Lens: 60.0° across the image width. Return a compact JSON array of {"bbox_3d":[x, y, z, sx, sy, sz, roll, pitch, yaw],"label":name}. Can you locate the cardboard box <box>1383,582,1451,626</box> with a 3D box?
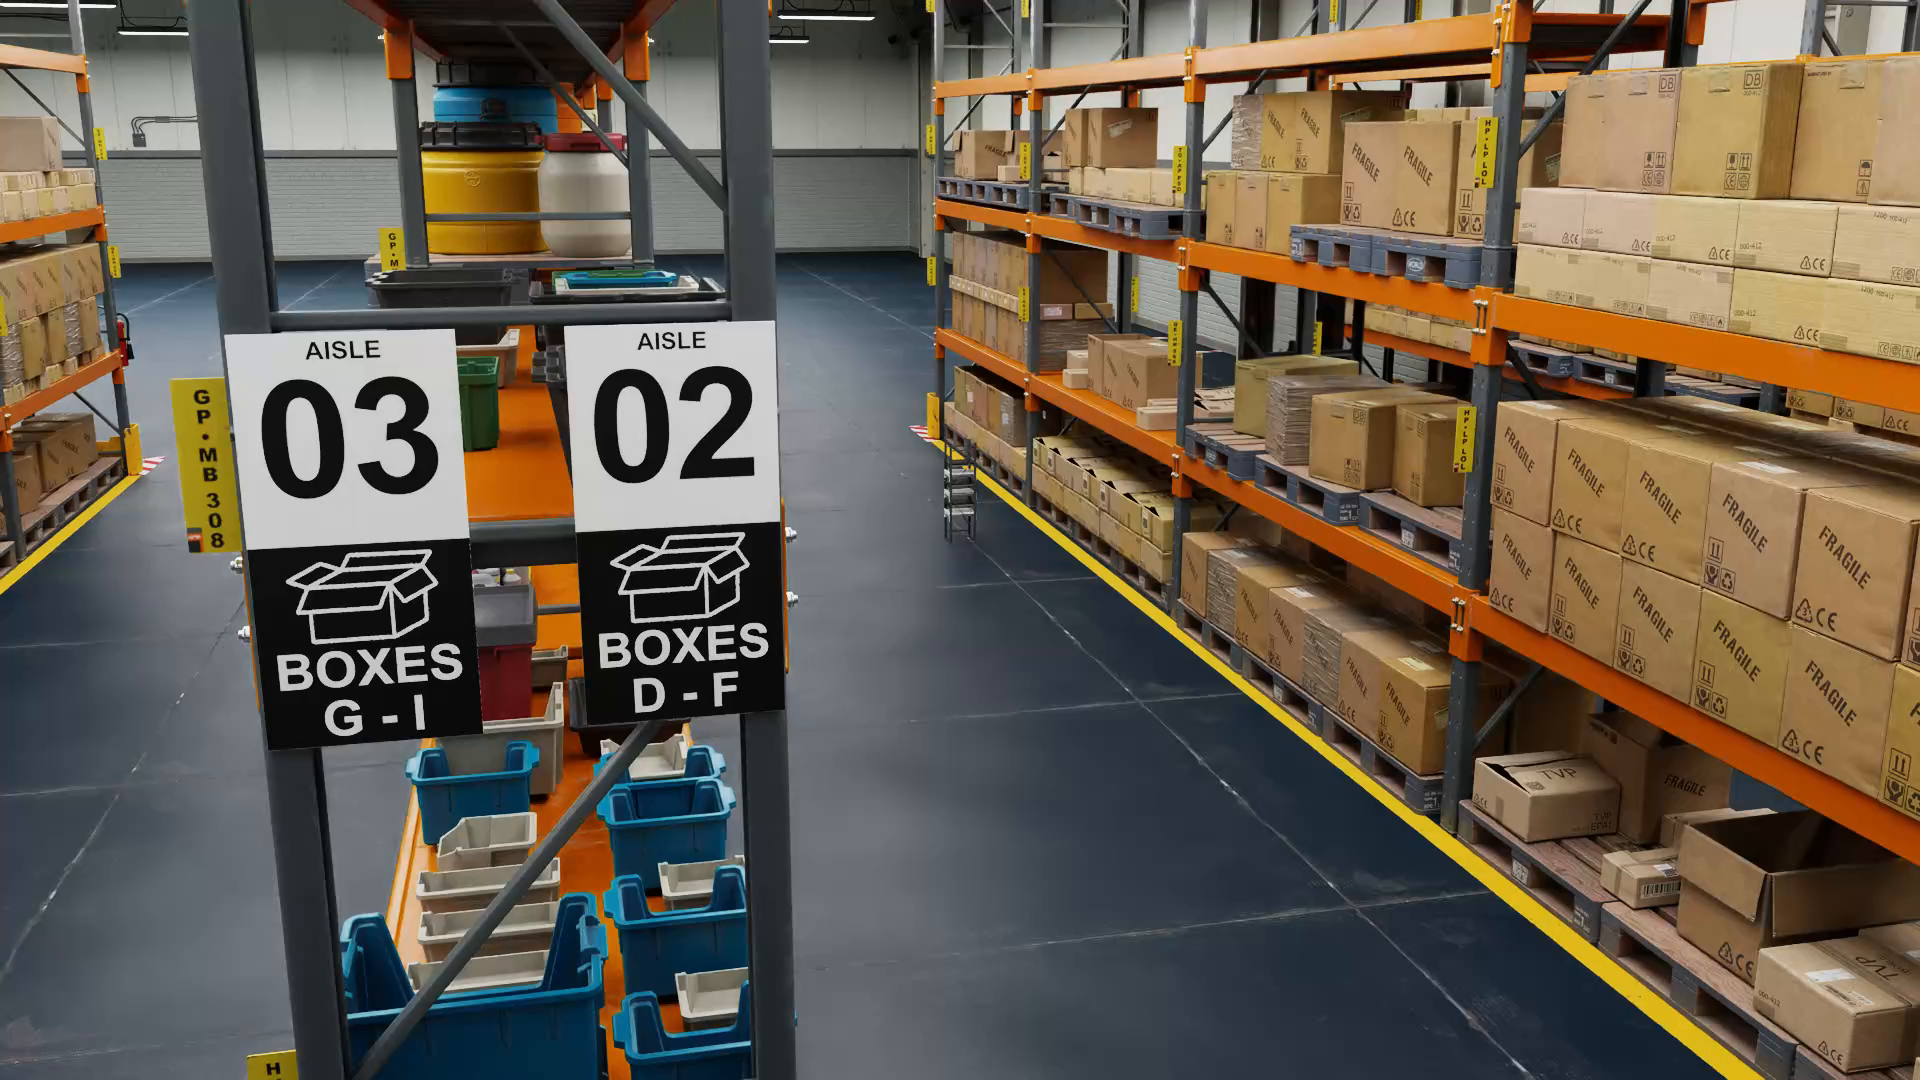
[{"bbox_3d":[2.912,0.319,10.063,0.500,0.250,0.500,-3,14,-13],"label":"cardboard box"}]

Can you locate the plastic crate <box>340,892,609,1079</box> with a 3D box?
[{"bbox_3d":[-1.113,1.123,3.809,0.616,0.435,0.499,-3,14,-13],"label":"plastic crate"}]

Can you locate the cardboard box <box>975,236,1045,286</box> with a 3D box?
[{"bbox_3d":[0.563,-3.051,18.151,0.700,0.500,0.500,-3,14,-13],"label":"cardboard box"}]

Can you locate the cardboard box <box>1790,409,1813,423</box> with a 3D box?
[{"bbox_3d":[6.751,-0.960,13.025,0.380,0.149,0.250,-3,14,-14],"label":"cardboard box"}]

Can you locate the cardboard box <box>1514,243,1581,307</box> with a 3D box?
[{"bbox_3d":[2.897,-1.220,7.597,0.500,0.250,0.500,-3,14,-13],"label":"cardboard box"}]

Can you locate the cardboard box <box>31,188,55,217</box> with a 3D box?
[{"bbox_3d":[-8.709,-3.117,15.359,0.500,0.250,0.500,-4,14,-14],"label":"cardboard box"}]

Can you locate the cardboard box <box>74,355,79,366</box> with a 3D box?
[{"bbox_3d":[-8.928,-1.772,16.387,0.380,0.149,0.250,-3,14,-13],"label":"cardboard box"}]

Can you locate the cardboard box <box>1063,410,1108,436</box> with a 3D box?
[{"bbox_3d":[1.340,-1.164,16.702,0.500,0.500,0.500,-3,14,-13],"label":"cardboard box"}]

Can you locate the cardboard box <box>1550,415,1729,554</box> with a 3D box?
[{"bbox_3d":[2.983,-0.253,7.324,0.500,0.500,0.500,-4,14,-15],"label":"cardboard box"}]

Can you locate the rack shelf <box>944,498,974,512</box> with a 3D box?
[{"bbox_3d":[0.002,-0.315,14.842,0.258,0.077,0.200,-3,14,-13],"label":"rack shelf"}]

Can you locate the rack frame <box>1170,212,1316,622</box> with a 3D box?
[{"bbox_3d":[2.084,-0.885,12.228,1.000,3.000,0.127,-3,14,-13],"label":"rack frame"}]

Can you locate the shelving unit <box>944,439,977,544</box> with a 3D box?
[{"bbox_3d":[0.002,-0.435,14.813,0.258,0.900,0.210,-3,14,-13],"label":"shelving unit"}]

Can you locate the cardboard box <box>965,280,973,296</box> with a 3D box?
[{"bbox_3d":[0.267,-2.815,18.550,0.380,0.149,0.250,-4,14,-14],"label":"cardboard box"}]

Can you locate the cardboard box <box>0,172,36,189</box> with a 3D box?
[{"bbox_3d":[-8.698,-3.282,15.198,0.380,0.149,0.250,-3,14,-12],"label":"cardboard box"}]

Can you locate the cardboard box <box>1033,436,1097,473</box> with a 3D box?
[{"bbox_3d":[1.000,-0.839,15.768,0.500,0.311,0.500,-3,14,-13],"label":"cardboard box"}]

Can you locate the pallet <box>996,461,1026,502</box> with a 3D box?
[{"bbox_3d":[0.999,-0.639,17.096,1.003,0.211,1.213,-3,14,-13],"label":"pallet"}]

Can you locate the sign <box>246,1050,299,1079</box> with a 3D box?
[{"bbox_3d":[-1.383,1.191,3.387,0.100,0.325,0.005,-3,14,-13],"label":"sign"}]

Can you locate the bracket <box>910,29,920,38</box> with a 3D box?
[{"bbox_3d":[-1.268,-14.362,47.168,0.235,0.232,0.430,-3,14,-13],"label":"bracket"}]

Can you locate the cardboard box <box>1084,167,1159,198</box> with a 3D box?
[{"bbox_3d":[1.412,-3.126,14.515,0.500,0.250,0.500,-5,15,-19],"label":"cardboard box"}]

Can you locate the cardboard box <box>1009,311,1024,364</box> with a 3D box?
[{"bbox_3d":[0.904,-2.079,16.907,0.700,0.500,0.500,-3,14,-14],"label":"cardboard box"}]

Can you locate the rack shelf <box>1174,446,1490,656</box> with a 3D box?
[{"bbox_3d":[2.554,-0.074,10.425,1.077,0.370,4.000,-3,14,-13],"label":"rack shelf"}]

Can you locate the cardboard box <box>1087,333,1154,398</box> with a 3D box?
[{"bbox_3d":[1.433,-1.556,14.767,0.500,0.500,0.500,-2,14,-9],"label":"cardboard box"}]

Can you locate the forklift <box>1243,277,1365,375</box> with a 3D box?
[{"bbox_3d":[3.210,-1.503,14.904,1.130,2.935,3.031,-4,14,-15],"label":"forklift"}]

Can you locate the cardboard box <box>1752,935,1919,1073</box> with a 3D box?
[{"bbox_3d":[3.402,1.750,6.309,0.500,0.250,0.500,-3,14,-13],"label":"cardboard box"}]

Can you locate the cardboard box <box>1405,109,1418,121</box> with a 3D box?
[{"bbox_3d":[5.074,-4.670,19.041,0.500,0.500,0.500,-3,14,-12],"label":"cardboard box"}]

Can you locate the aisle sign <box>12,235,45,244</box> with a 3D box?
[{"bbox_3d":[-9.731,-3.439,17.207,0.394,0.787,0.004,-3,14,-13],"label":"aisle sign"}]

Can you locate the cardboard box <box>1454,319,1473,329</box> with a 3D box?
[{"bbox_3d":[5.548,-2.477,17.441,0.500,0.500,0.500,-3,14,-13],"label":"cardboard box"}]

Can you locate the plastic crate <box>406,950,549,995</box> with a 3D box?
[{"bbox_3d":[-1.220,1.157,4.300,0.396,0.136,0.243,-3,14,-13],"label":"plastic crate"}]

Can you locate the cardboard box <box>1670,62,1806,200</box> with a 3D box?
[{"bbox_3d":[3.278,-1.605,6.539,0.700,0.500,0.500,-3,14,-13],"label":"cardboard box"}]

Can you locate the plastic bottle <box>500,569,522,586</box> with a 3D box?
[{"bbox_3d":[-2.168,0.241,8.037,0.097,0.201,0.097,0,14,0],"label":"plastic bottle"}]

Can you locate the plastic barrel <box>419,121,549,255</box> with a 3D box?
[{"bbox_3d":[-2.204,-1.638,7.712,0.600,0.588,0.600,0,14,0],"label":"plastic barrel"}]

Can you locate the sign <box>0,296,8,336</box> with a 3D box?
[{"bbox_3d":[-7.947,-1.850,13.741,0.100,0.325,0.005,-3,14,-13],"label":"sign"}]

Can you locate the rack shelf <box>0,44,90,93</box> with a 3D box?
[{"bbox_3d":[-8.955,-4.281,15.011,1.077,0.370,4.000,-3,14,-13],"label":"rack shelf"}]

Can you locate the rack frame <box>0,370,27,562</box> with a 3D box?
[{"bbox_3d":[-8.485,-1.256,13.748,1.000,3.000,0.127,-3,14,-13],"label":"rack frame"}]

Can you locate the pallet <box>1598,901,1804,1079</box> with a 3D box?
[{"bbox_3d":[3.474,1.833,6.979,1.003,0.211,1.213,-3,14,-13],"label":"pallet"}]

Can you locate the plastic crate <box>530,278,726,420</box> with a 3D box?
[{"bbox_3d":[-0.944,-0.559,4.704,0.504,0.338,0.767,-3,14,-13],"label":"plastic crate"}]

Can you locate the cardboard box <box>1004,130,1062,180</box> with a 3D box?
[{"bbox_3d":[0.881,-3.974,17.154,0.797,0.503,0.637,-2,14,-7],"label":"cardboard box"}]

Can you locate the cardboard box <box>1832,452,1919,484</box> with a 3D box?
[{"bbox_3d":[3.752,-0.043,6.467,0.500,0.500,0.500,-3,14,-14],"label":"cardboard box"}]

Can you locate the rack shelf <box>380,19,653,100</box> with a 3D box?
[{"bbox_3d":[-2.262,-2.519,8.634,1.077,0.370,4.000,-3,14,-13],"label":"rack shelf"}]

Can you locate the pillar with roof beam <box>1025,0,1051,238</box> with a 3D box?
[{"bbox_3d":[-2.387,-9.721,35.754,9.100,9.000,0.548,-3,14,-13],"label":"pillar with roof beam"}]

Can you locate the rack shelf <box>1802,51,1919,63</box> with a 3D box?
[{"bbox_3d":[7.368,-3.071,10.894,1.077,0.370,4.000,-3,14,-13],"label":"rack shelf"}]

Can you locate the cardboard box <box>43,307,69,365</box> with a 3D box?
[{"bbox_3d":[-8.907,-1.901,15.551,0.875,0.500,0.500,-3,14,-13],"label":"cardboard box"}]

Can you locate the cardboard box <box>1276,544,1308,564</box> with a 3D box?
[{"bbox_3d":[2.532,0.319,11.643,0.500,0.500,0.500,-3,14,-11],"label":"cardboard box"}]

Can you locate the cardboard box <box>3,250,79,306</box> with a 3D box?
[{"bbox_3d":[-8.817,-2.514,15.953,0.500,0.500,0.500,-3,14,-13],"label":"cardboard box"}]

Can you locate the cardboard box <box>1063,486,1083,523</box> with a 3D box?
[{"bbox_3d":[1.242,-0.332,14.872,0.500,0.250,0.500,-4,14,-15],"label":"cardboard box"}]

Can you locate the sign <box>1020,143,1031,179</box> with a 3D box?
[{"bbox_3d":[0.606,-3.523,15.450,0.100,0.325,0.005,-3,14,-13],"label":"sign"}]

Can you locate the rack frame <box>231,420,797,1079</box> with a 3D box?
[{"bbox_3d":[-0.852,1.236,3.547,1.000,3.000,0.127,-3,14,-13],"label":"rack frame"}]

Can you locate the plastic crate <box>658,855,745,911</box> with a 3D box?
[{"bbox_3d":[-0.745,1.025,4.842,0.250,0.136,0.298,-3,14,-13],"label":"plastic crate"}]

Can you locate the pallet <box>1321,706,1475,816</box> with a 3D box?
[{"bbox_3d":[2.796,1.207,9.541,1.003,0.211,1.213,-3,14,-13],"label":"pallet"}]

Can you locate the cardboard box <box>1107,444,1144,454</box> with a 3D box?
[{"bbox_3d":[1.647,-0.751,15.408,0.500,0.311,0.500,-3,14,-12],"label":"cardboard box"}]

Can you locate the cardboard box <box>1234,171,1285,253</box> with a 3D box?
[{"bbox_3d":[2.339,-2.174,10.974,0.910,0.500,0.500,-3,14,-13],"label":"cardboard box"}]

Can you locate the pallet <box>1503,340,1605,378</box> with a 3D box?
[{"bbox_3d":[5.997,-1.807,16.406,1.003,0.211,1.213,-3,14,-13],"label":"pallet"}]

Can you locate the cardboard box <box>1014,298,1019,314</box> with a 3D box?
[{"bbox_3d":[0.753,-2.339,16.604,0.380,0.149,0.250,-4,14,-15],"label":"cardboard box"}]

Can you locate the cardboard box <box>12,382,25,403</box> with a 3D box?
[{"bbox_3d":[-8.289,-1.259,14.289,0.380,0.149,0.250,-3,14,-13],"label":"cardboard box"}]

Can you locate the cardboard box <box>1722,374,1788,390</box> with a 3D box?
[{"bbox_3d":[6.779,-1.532,13.739,0.700,0.500,0.500,-5,15,-20],"label":"cardboard box"}]

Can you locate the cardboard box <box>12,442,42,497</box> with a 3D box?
[{"bbox_3d":[-8.904,-0.611,15.489,0.500,0.500,0.500,-5,14,-18],"label":"cardboard box"}]
